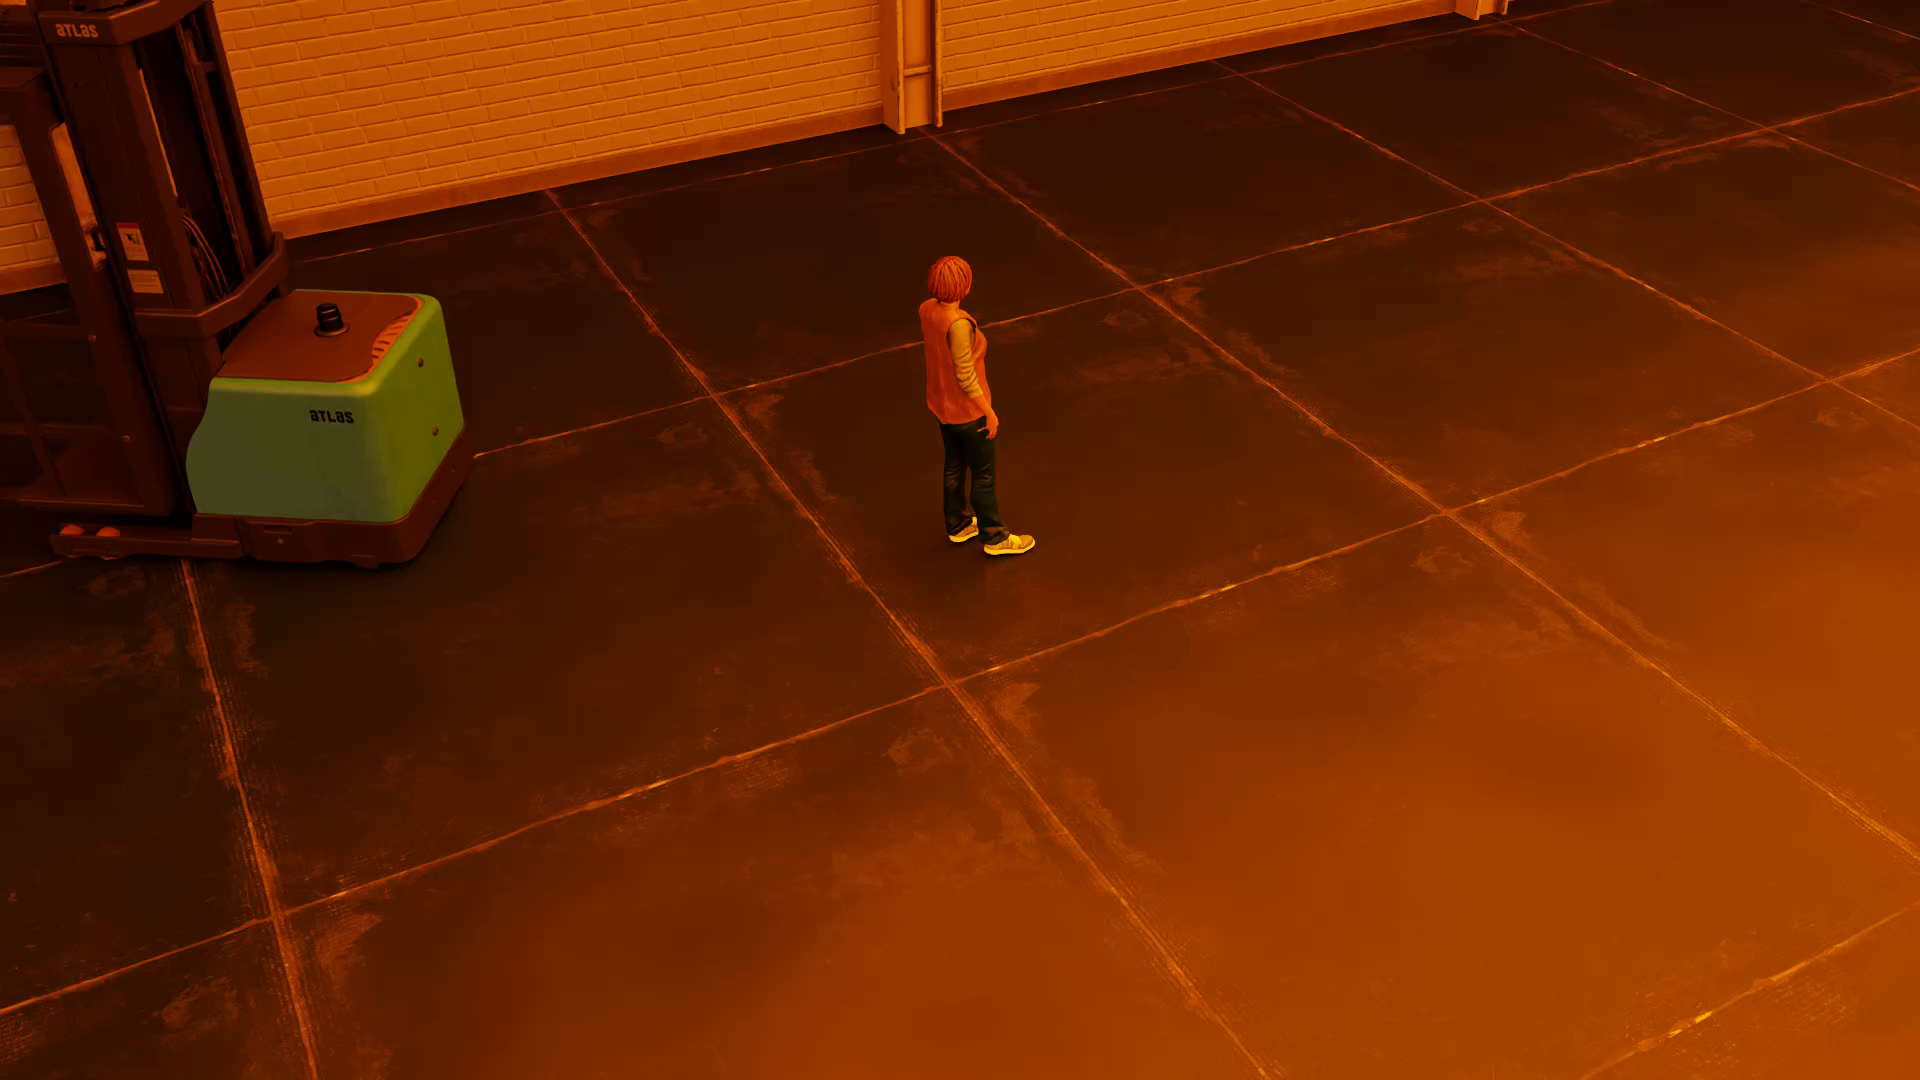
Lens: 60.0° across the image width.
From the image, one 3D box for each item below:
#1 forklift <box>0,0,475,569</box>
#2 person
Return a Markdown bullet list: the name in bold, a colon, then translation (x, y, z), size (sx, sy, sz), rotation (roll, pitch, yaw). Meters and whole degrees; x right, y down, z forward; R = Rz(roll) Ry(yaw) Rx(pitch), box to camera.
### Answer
- **forklift**: translation (-4.216, -1.394, 8.095), size (3.031, 2.935, 1.130), rotation (3, 35, 4)
- **person**: translation (0.073, -0.671, 8.215), size (0.473, 1.599, 0.520), rotation (-17, 39, -23)
